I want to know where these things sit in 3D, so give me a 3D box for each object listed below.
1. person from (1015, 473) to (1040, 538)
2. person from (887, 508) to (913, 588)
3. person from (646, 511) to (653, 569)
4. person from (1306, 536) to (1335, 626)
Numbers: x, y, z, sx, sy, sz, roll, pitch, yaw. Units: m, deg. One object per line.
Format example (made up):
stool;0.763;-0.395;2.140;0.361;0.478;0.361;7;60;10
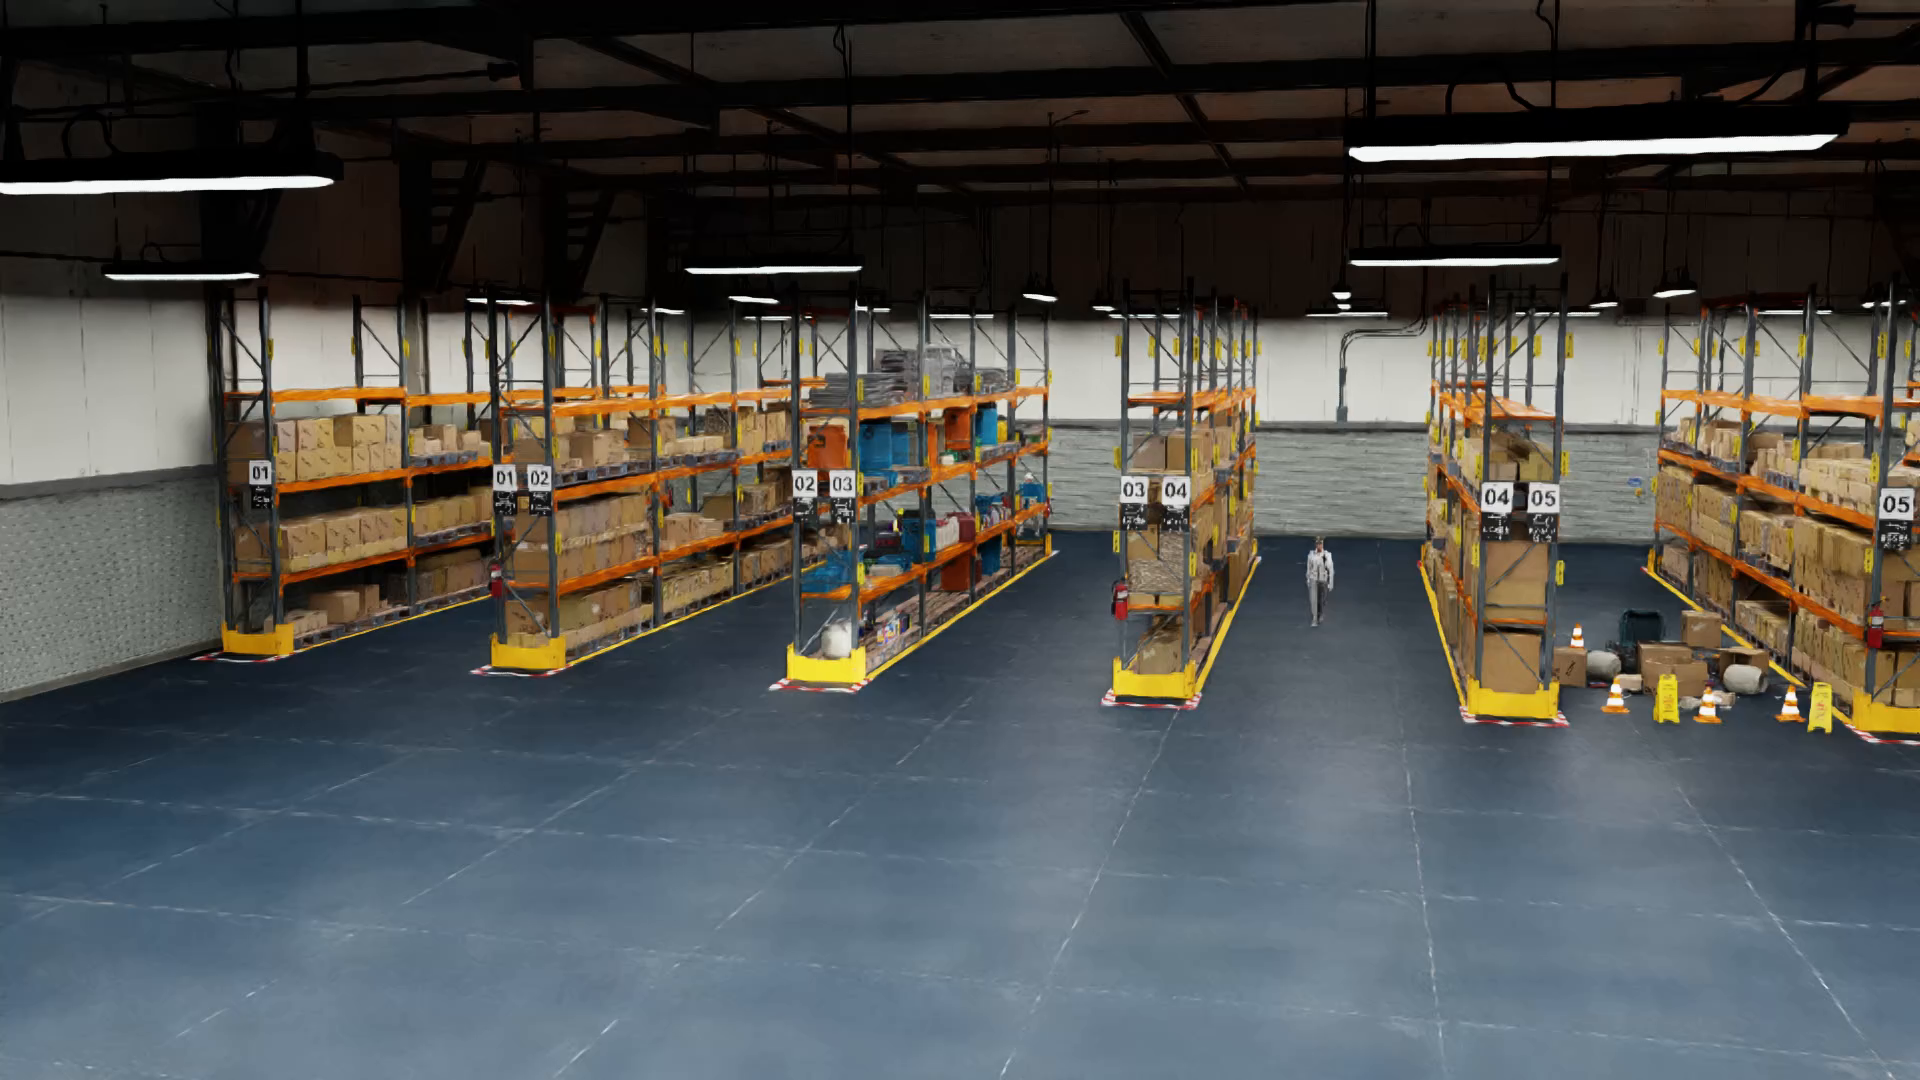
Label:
person;1.841;-0.925;44.118;0.538;1.714;1.033;3;7;23
person;-1.206;0.166;34.797;0.719;1.714;0.578;1;7;12
person;-6.553;0.163;35.139;0.454;1.589;1.088;2;7;15
person;6.535;0.725;30.176;0.500;1.625;0.989;1;7;12
